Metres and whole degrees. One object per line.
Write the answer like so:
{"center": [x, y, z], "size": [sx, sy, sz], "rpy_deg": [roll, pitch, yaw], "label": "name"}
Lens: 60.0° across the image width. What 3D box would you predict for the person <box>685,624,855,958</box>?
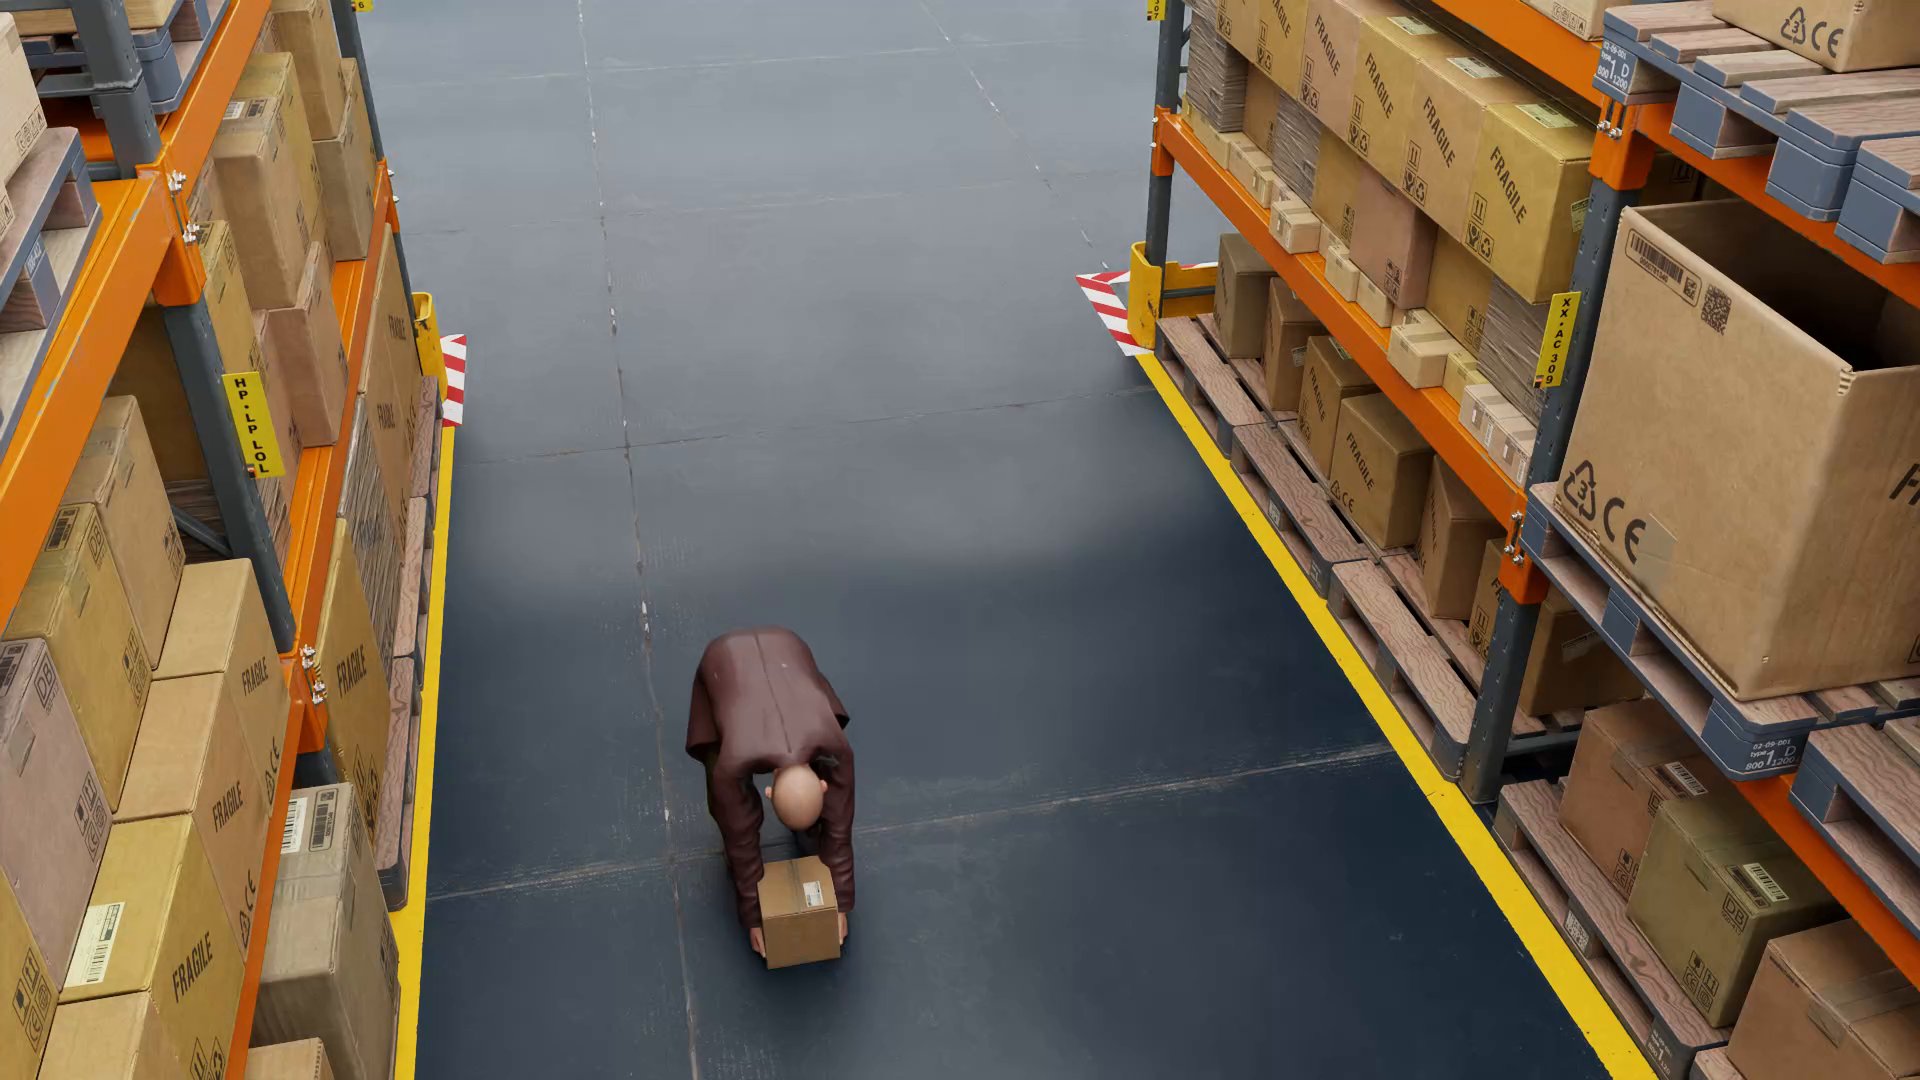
{"center": [-0.640, 0.824, 5.767], "size": [0.583, 0.881, 0.952], "rpy_deg": [-8, 35, -12], "label": "person"}
